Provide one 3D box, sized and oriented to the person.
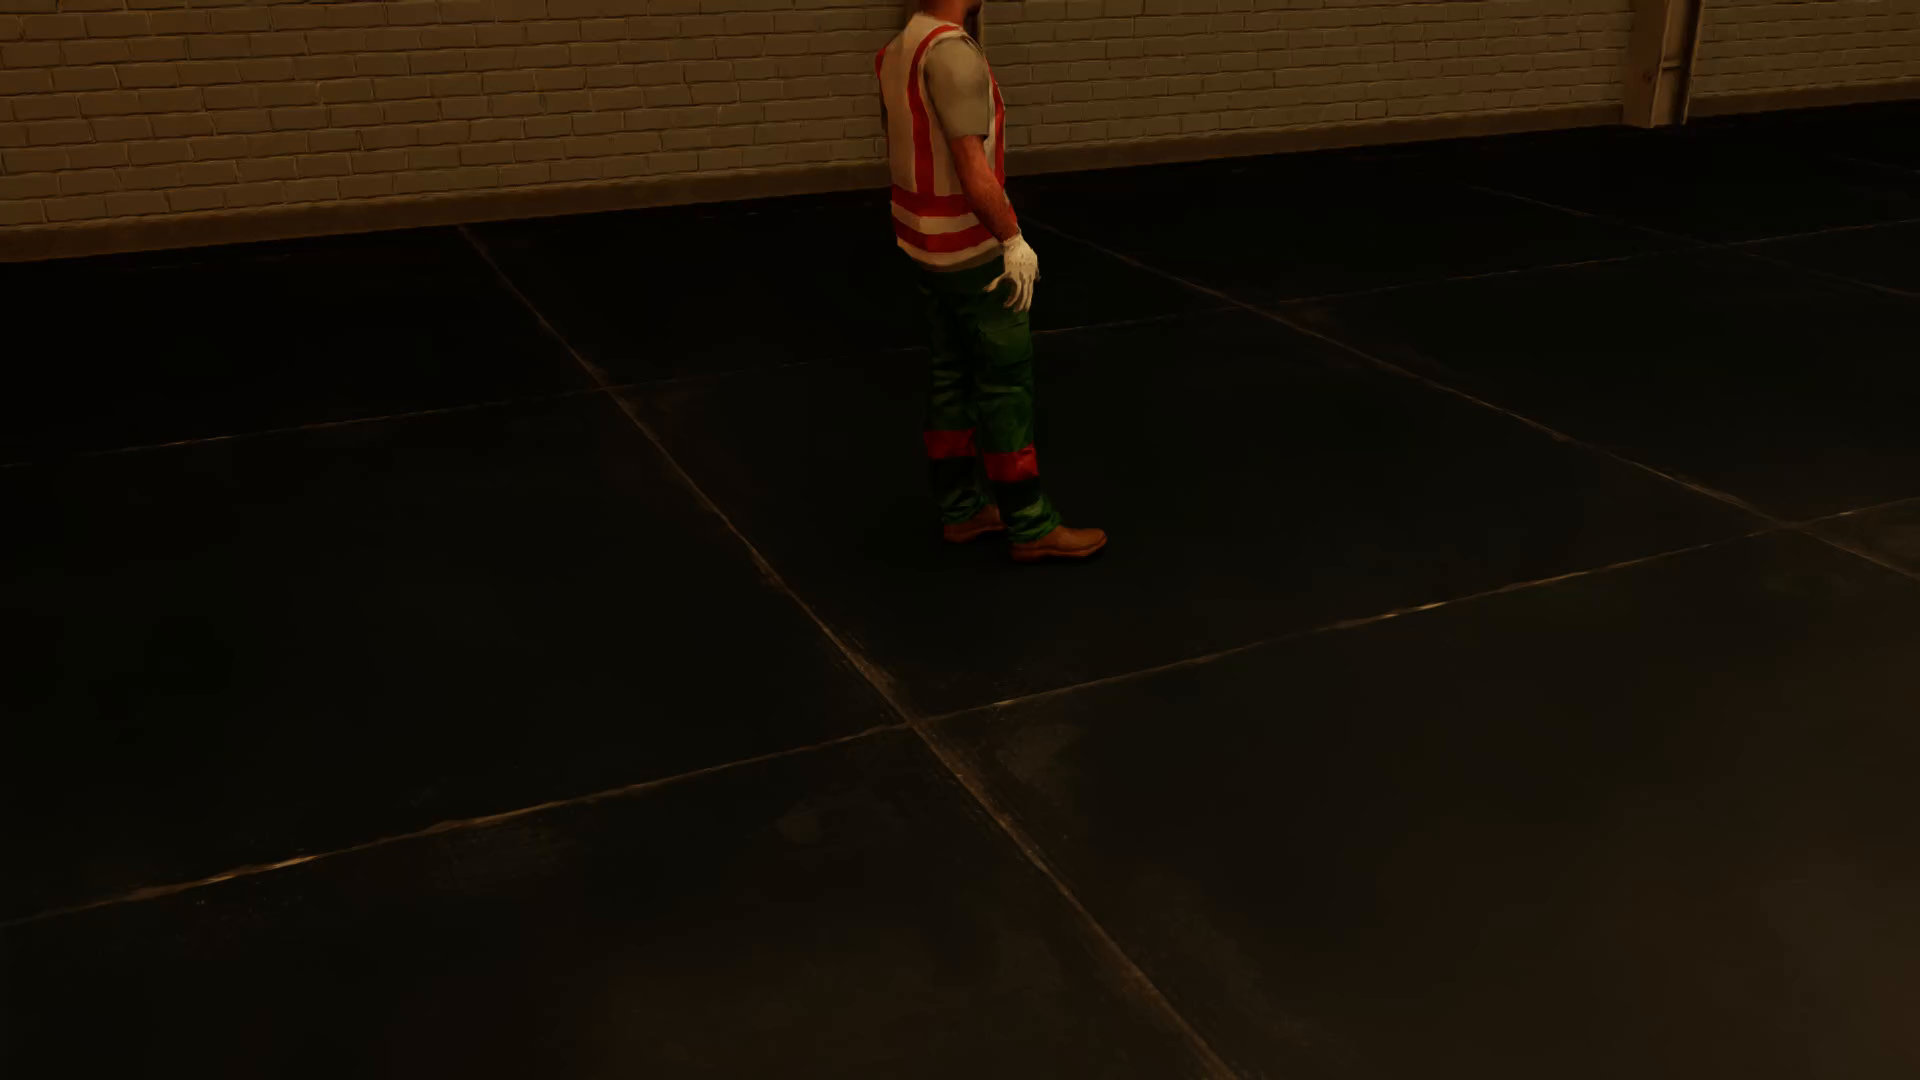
[{"bbox_3d":[0.078,-0.842,4.783,0.563,1.787,0.637,-10,25,-23],"label":"person"}]
